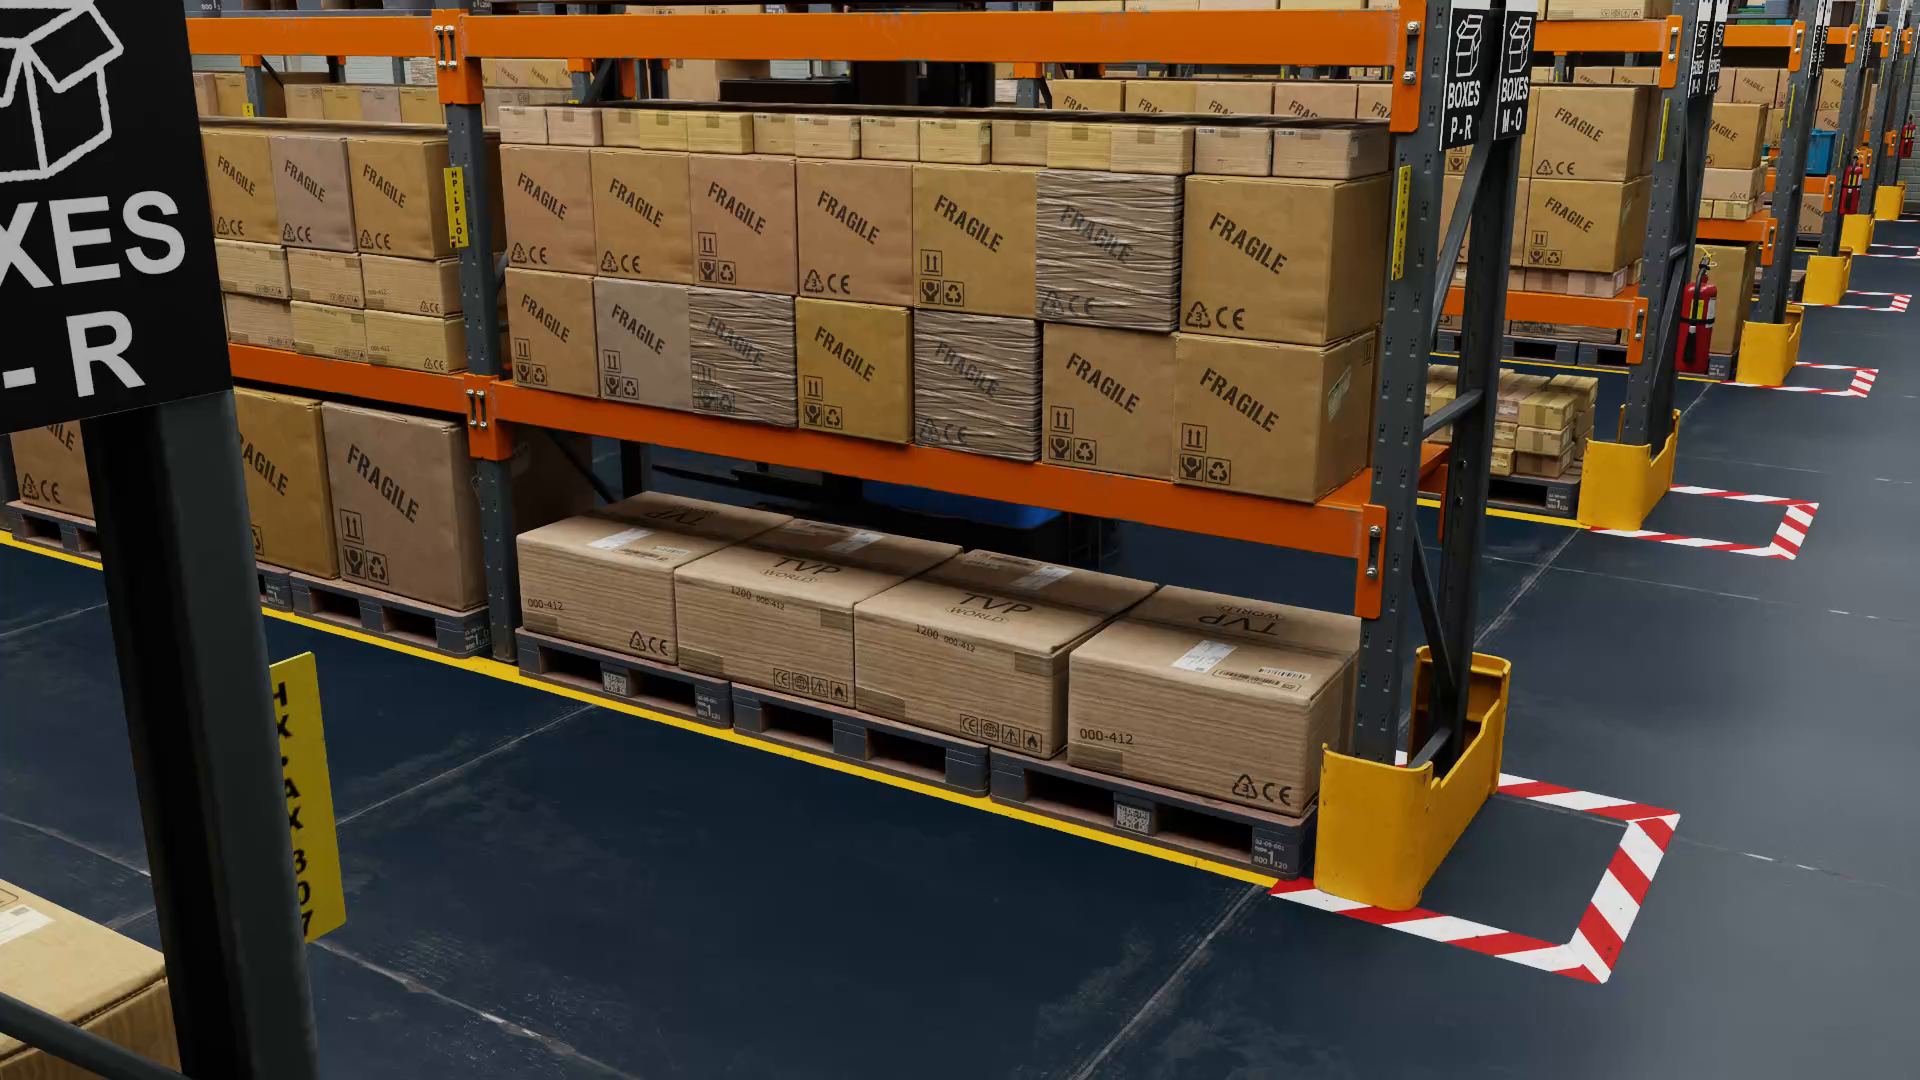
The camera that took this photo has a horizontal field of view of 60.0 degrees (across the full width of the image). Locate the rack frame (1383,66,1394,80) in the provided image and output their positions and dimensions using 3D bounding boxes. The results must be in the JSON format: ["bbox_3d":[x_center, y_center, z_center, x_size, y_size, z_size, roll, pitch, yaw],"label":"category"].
[{"bbox_3d":[7.738,-7.746,29.720,0.127,3.000,1.000,10,20,30],"label":"rack frame"}]

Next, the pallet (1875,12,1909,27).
[{"bbox_3d":[13.917,-8.032,25.654,1.213,0.211,1.003,10,20,30],"label":"pallet"}]

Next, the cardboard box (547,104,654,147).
[{"bbox_3d":[-1.457,-1.692,6.782,0.250,0.149,0.380,10,20,31],"label":"cardboard box"}]

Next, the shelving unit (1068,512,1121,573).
[{"bbox_3d":[0.719,-0.434,8.746,0.189,1.200,0.258,11,20,32],"label":"shelving unit"}]

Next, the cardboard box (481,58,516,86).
[{"bbox_3d":[-5.681,-5.646,20.404,0.500,0.500,0.500,10,20,30],"label":"cardboard box"}]

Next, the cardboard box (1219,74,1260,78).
[{"bbox_3d":[5.218,-8.440,31.076,0.500,0.500,0.700,13,21,36],"label":"cardboard box"}]

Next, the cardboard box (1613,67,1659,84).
[{"bbox_3d":[9.251,-6.216,22.793,0.500,0.500,0.500,9,19,28],"label":"cardboard box"}]

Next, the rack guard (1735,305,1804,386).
[{"bbox_3d":[6.798,-1.649,13.950,0.348,0.500,1.175,10,20,30],"label":"rack guard"}]

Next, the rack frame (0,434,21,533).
[{"bbox_3d":[-5.225,-1.611,9.524,0.127,3.000,1.000,10,20,30],"label":"rack frame"}]

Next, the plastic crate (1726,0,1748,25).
[{"bbox_3d":[8.212,-5.781,18.199,0.767,0.338,0.504,10,20,30],"label":"plastic crate"}]

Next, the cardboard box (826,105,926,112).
[{"bbox_3d":[-0.332,-1.661,6.681,0.250,0.149,0.380,10,19,29],"label":"cardboard box"}]

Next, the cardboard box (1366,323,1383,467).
[{"bbox_3d":[1.333,-0.586,5.978,0.500,0.500,0.500,10,20,30],"label":"cardboard box"}]

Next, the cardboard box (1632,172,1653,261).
[{"bbox_3d":[3.858,-1.962,9.997,0.500,0.500,0.500,11,20,33],"label":"cardboard box"}]

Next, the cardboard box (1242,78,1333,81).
[{"bbox_3d":[2.102,-2.749,10.867,0.500,0.500,0.500,11,20,31],"label":"cardboard box"}]

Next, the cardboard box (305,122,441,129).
[{"bbox_3d":[-2.915,-1.815,8.301,0.500,0.500,0.500,10,19,29],"label":"cardboard box"}]

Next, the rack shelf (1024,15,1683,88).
[{"bbox_3d":[2.392,-3.031,10.275,4.000,0.370,1.077,10,20,30],"label":"rack shelf"}]

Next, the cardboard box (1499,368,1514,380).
[{"bbox_3d":[3.382,-1.003,10.682,0.250,0.149,0.380,10,20,30],"label":"cardboard box"}]

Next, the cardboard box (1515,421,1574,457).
[{"bbox_3d":[3.497,-0.624,9.946,0.250,0.149,0.380,10,19,29],"label":"cardboard box"}]

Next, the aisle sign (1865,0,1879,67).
[{"bbox_3d":[9.587,-5.382,17.465,0.004,0.787,0.394,10,20,30],"label":"aisle sign"}]

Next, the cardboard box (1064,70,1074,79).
[{"bbox_3d":[2.023,-8.954,32.632,0.500,0.500,0.500,9,19,28],"label":"cardboard box"}]

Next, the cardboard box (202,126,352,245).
[{"bbox_3d":[-3.195,-1.694,7.903,0.500,0.500,0.500,11,20,32],"label":"cardboard box"}]

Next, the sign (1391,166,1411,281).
[{"bbox_3d":[1.296,-0.929,4.880,0.005,0.325,0.100,10,20,30],"label":"sign"}]

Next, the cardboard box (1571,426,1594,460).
[{"bbox_3d":[3.817,-0.631,10.481,0.250,0.149,0.380,11,20,31],"label":"cardboard box"}]

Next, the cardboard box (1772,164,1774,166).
[{"bbox_3d":[13.255,-6.110,26.797,0.250,0.149,0.380,10,20,31],"label":"cardboard box"}]

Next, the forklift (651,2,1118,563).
[{"bbox_3d":[-0.621,-1.523,9.353,3.031,2.935,1.130,11,20,32],"label":"forklift"}]

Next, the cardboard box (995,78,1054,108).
[{"bbox_3d":[0.576,-4.478,17.065,0.637,0.503,0.797,11,20,32],"label":"cardboard box"}]

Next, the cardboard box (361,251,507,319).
[{"bbox_3d":[-2.320,-1.177,7.493,0.500,0.250,0.500,10,20,30],"label":"cardboard box"}]

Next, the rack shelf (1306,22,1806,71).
[{"bbox_3d":[5.074,-4.244,14.268,4.000,0.370,1.077,10,20,30],"label":"rack shelf"}]

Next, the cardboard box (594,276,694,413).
[{"bbox_3d":[-1.127,-0.837,6.803,0.500,0.500,0.500,10,20,30],"label":"cardboard box"}]

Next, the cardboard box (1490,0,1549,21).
[{"bbox_3d":[3.132,-3.079,9.452,0.500,0.250,0.500,10,20,30],"label":"cardboard box"}]

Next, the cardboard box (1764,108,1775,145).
[{"bbox_3d":[10.575,-5.505,22.172,0.500,0.500,0.500,10,20,30],"label":"cardboard box"}]

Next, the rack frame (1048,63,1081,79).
[{"bbox_3d":[1.740,-7.127,27.682,0.127,3.000,1.000,10,20,30],"label":"rack frame"}]

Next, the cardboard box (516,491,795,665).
[{"bbox_3d":[-1.338,0.144,7.431,0.875,0.438,0.875,10,19,29],"label":"cardboard box"}]

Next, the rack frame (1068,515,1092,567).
[{"bbox_3d":[0.642,-0.449,8.794,0.006,1.200,0.240,11,20,32],"label":"rack frame"}]

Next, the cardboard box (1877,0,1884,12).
[{"bbox_3d":[13.792,-8.187,25.375,0.500,0.250,0.500,11,20,32],"label":"cardboard box"}]

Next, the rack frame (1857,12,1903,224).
[{"bbox_3d":[11.966,-5.302,21.673,0.127,3.000,1.000,10,20,30],"label":"rack frame"}]

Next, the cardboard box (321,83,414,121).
[{"bbox_3d":[-5.264,-3.835,14.954,0.500,0.500,0.700,10,19,29],"label":"cardboard box"}]

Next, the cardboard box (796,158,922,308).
[{"bbox_3d":[-0.252,-1.160,6.147,0.500,0.500,0.500,10,20,30],"label":"cardboard box"}]

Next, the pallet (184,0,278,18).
[{"bbox_3d":[-3.694,-2.702,8.279,1.213,0.211,1.003,11,20,33],"label":"pallet"}]

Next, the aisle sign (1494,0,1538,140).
[{"bbox_3d":[1.805,-1.699,5.341,0.004,0.787,0.394,10,20,30],"label":"aisle sign"}]

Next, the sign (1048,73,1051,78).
[{"bbox_3d":[1.451,-7.441,27.092,0.005,0.325,0.100,10,20,30],"label":"sign"}]

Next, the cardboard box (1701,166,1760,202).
[{"bbox_3d":[6.226,-2.927,13.603,0.500,0.250,0.500,10,19,29],"label":"cardboard box"}]

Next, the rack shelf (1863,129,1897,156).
[{"bbox_3d":[12.851,-6.489,26.820,4.000,0.370,1.077,10,20,30],"label":"rack shelf"}]

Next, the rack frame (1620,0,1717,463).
[{"bbox_3d":[4.096,-1.636,9.605,0.127,3.000,1.000,10,20,30],"label":"rack frame"}]

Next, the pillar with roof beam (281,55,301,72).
[{"bbox_3d":[-20.734,-14.525,41.717,0.400,9.000,9.100,10,20,30],"label":"pillar with roof beam"}]

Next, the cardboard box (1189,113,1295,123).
[{"bbox_3d":[1.012,-1.444,5.964,0.250,0.149,0.380,11,20,32],"label":"cardboard box"}]

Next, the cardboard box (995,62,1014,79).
[{"bbox_3d":[0.927,-7.938,27.948,0.500,0.500,0.700,10,20,30],"label":"cardboard box"}]

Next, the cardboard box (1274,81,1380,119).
[{"bbox_3d":[2.244,-2.546,10.197,0.500,0.500,0.500,9,19,28],"label":"cardboard box"}]

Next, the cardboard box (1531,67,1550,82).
[{"bbox_3d":[9.749,-7.861,28.092,0.500,0.250,0.500,11,20,31],"label":"cardboard box"}]

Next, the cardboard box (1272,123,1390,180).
[{"bbox_3d":[1.181,-1.236,5.281,0.250,0.149,0.380,10,20,31],"label":"cardboard box"}]

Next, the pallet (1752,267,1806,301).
[{"bbox_3d":[8.688,-2.876,18.486,1.213,0.211,1.003,10,20,30],"label":"pallet"}]

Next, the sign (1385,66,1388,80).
[{"bbox_3d":[7.462,-8.126,29.116,0.005,0.325,0.100,10,20,30],"label":"sign"}]

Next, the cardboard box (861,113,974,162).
[{"bbox_3d":[-0.149,-1.461,6.022,0.250,0.149,0.380,11,20,32],"label":"cardboard box"}]

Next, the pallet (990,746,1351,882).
[{"bbox_3d":[0.869,0.838,6.260,1.213,0.211,1.003,10,20,30],"label":"pallet"}]

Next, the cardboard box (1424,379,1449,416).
[{"bbox_3d":[2.854,-0.890,10.310,0.250,0.149,0.380,9,19,28],"label":"cardboard box"}]
